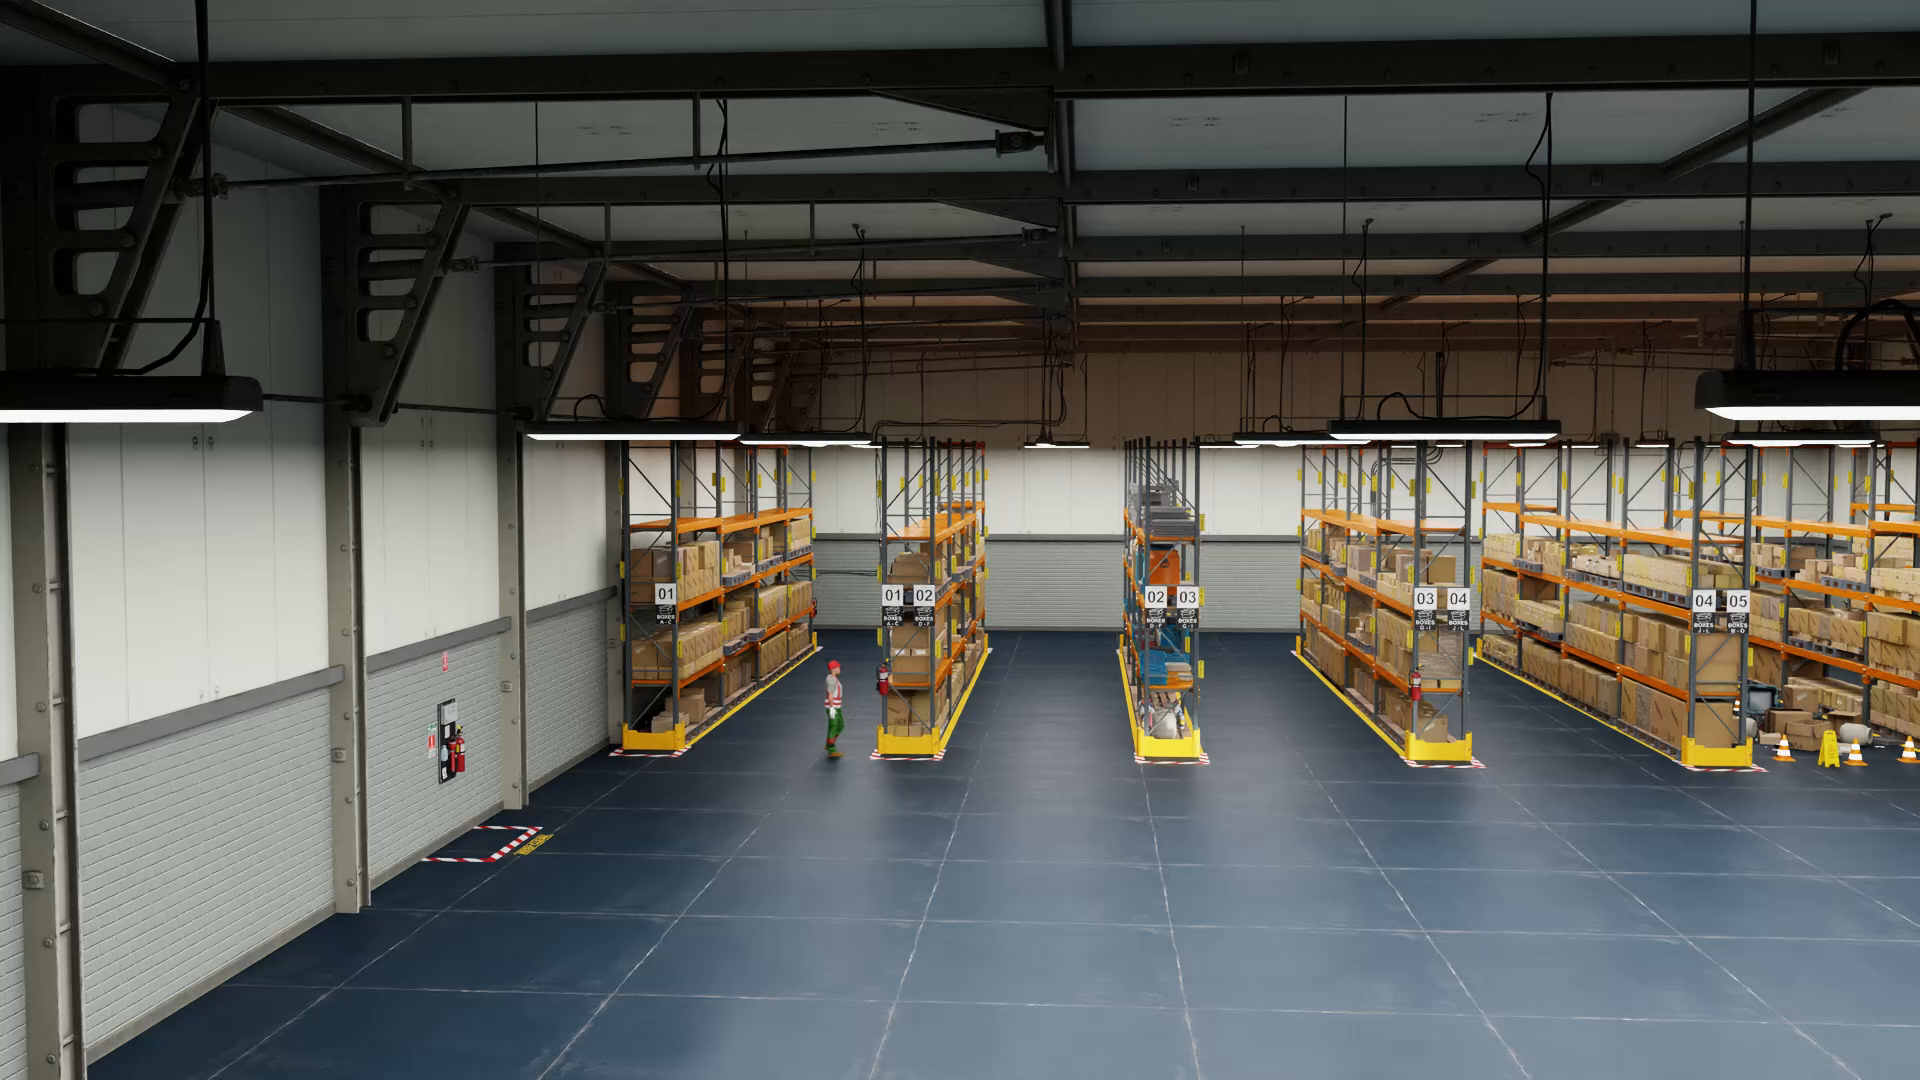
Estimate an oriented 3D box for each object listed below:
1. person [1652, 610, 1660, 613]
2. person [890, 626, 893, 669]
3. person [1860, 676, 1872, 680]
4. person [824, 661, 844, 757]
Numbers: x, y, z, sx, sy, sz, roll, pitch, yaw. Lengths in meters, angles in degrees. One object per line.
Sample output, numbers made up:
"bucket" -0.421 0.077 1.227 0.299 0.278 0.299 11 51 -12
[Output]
"person" 17.596 2.629 42.123 0.551 1.722 0.652 -1 3 -15
"person" -1.635 2.567 43.529 0.387 1.672 0.578 1 3 17
"person" 22.611 2.599 41.557 0.604 1.820 0.511 -1 3 -17
"person" -2.366 3.162 31.209 0.397 1.798 0.648 0 3 0
